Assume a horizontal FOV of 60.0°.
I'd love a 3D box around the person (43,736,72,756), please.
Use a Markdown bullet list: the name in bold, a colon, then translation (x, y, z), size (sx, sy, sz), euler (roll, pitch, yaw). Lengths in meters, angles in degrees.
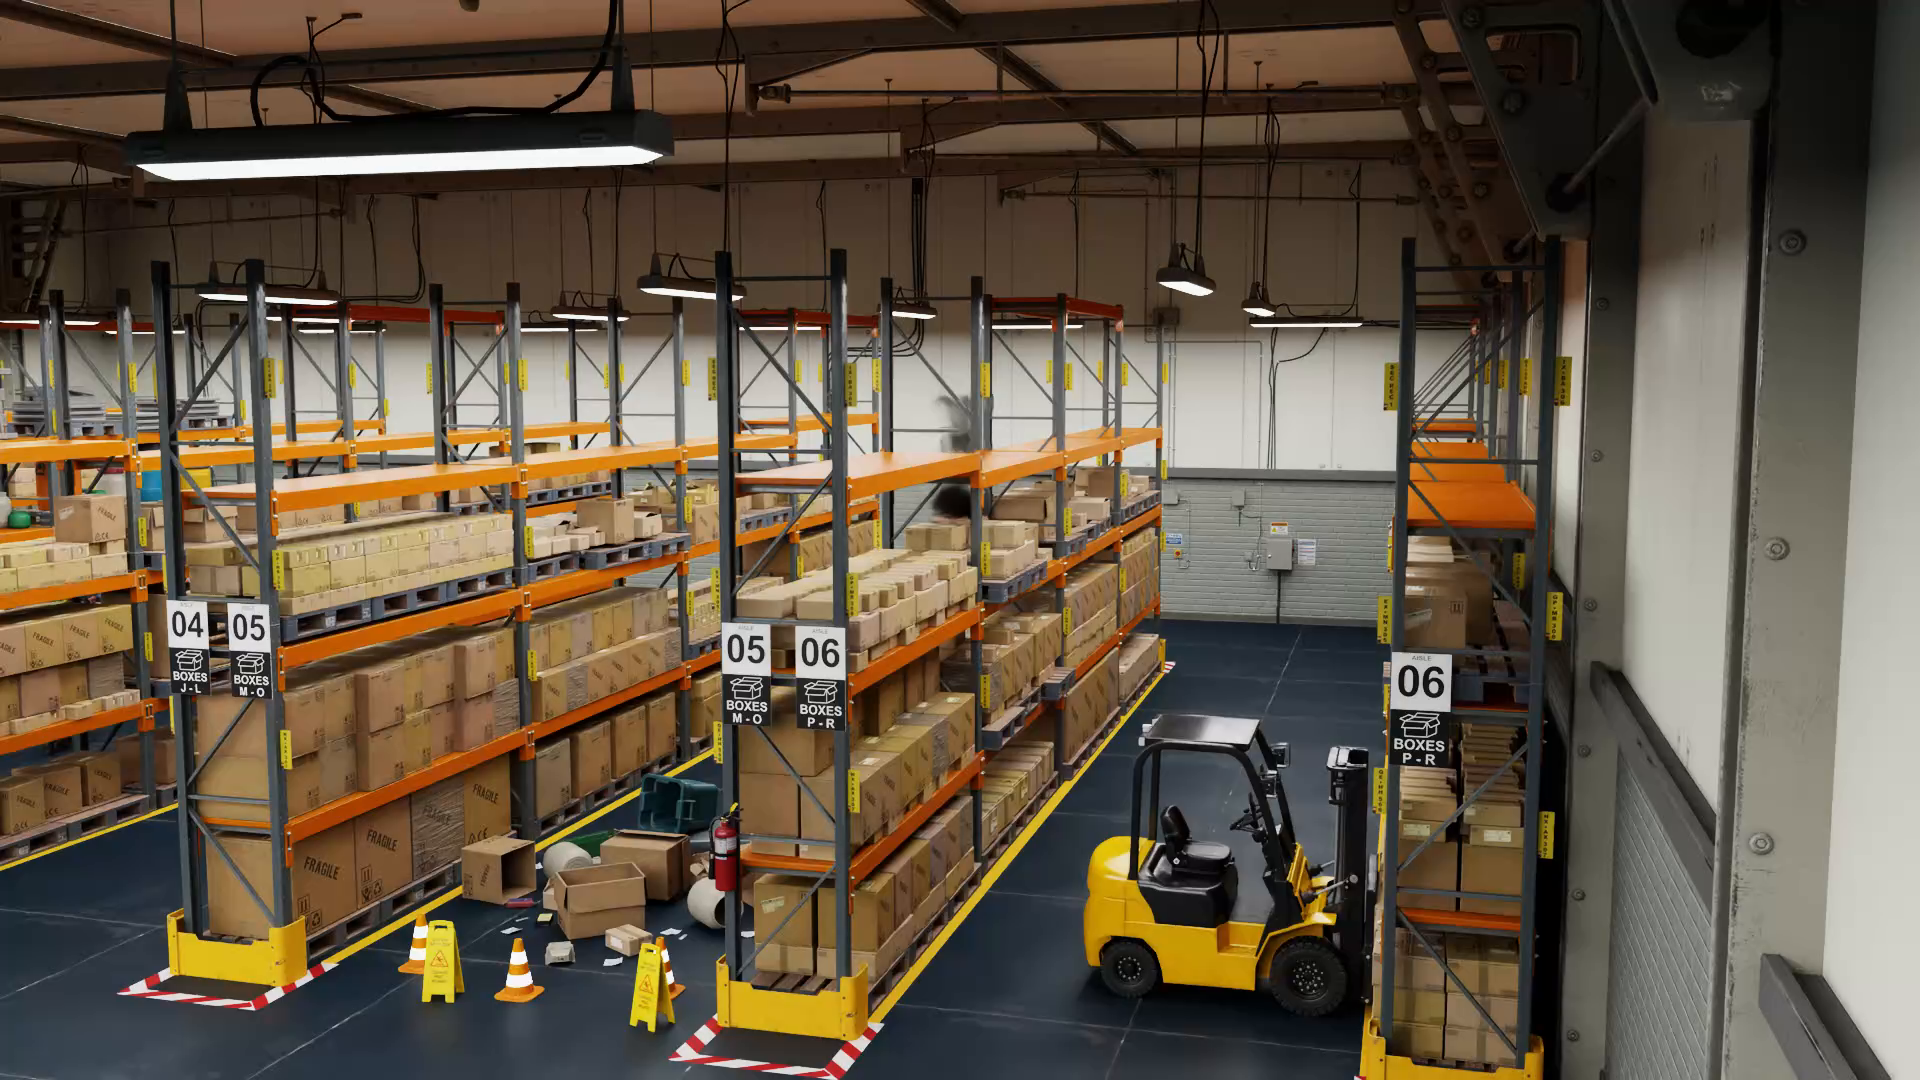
- **person**: translation (-12.091, 1.997, 22.079), size (0.657, 1.756, 0.797), euler (0, 6, -4)
